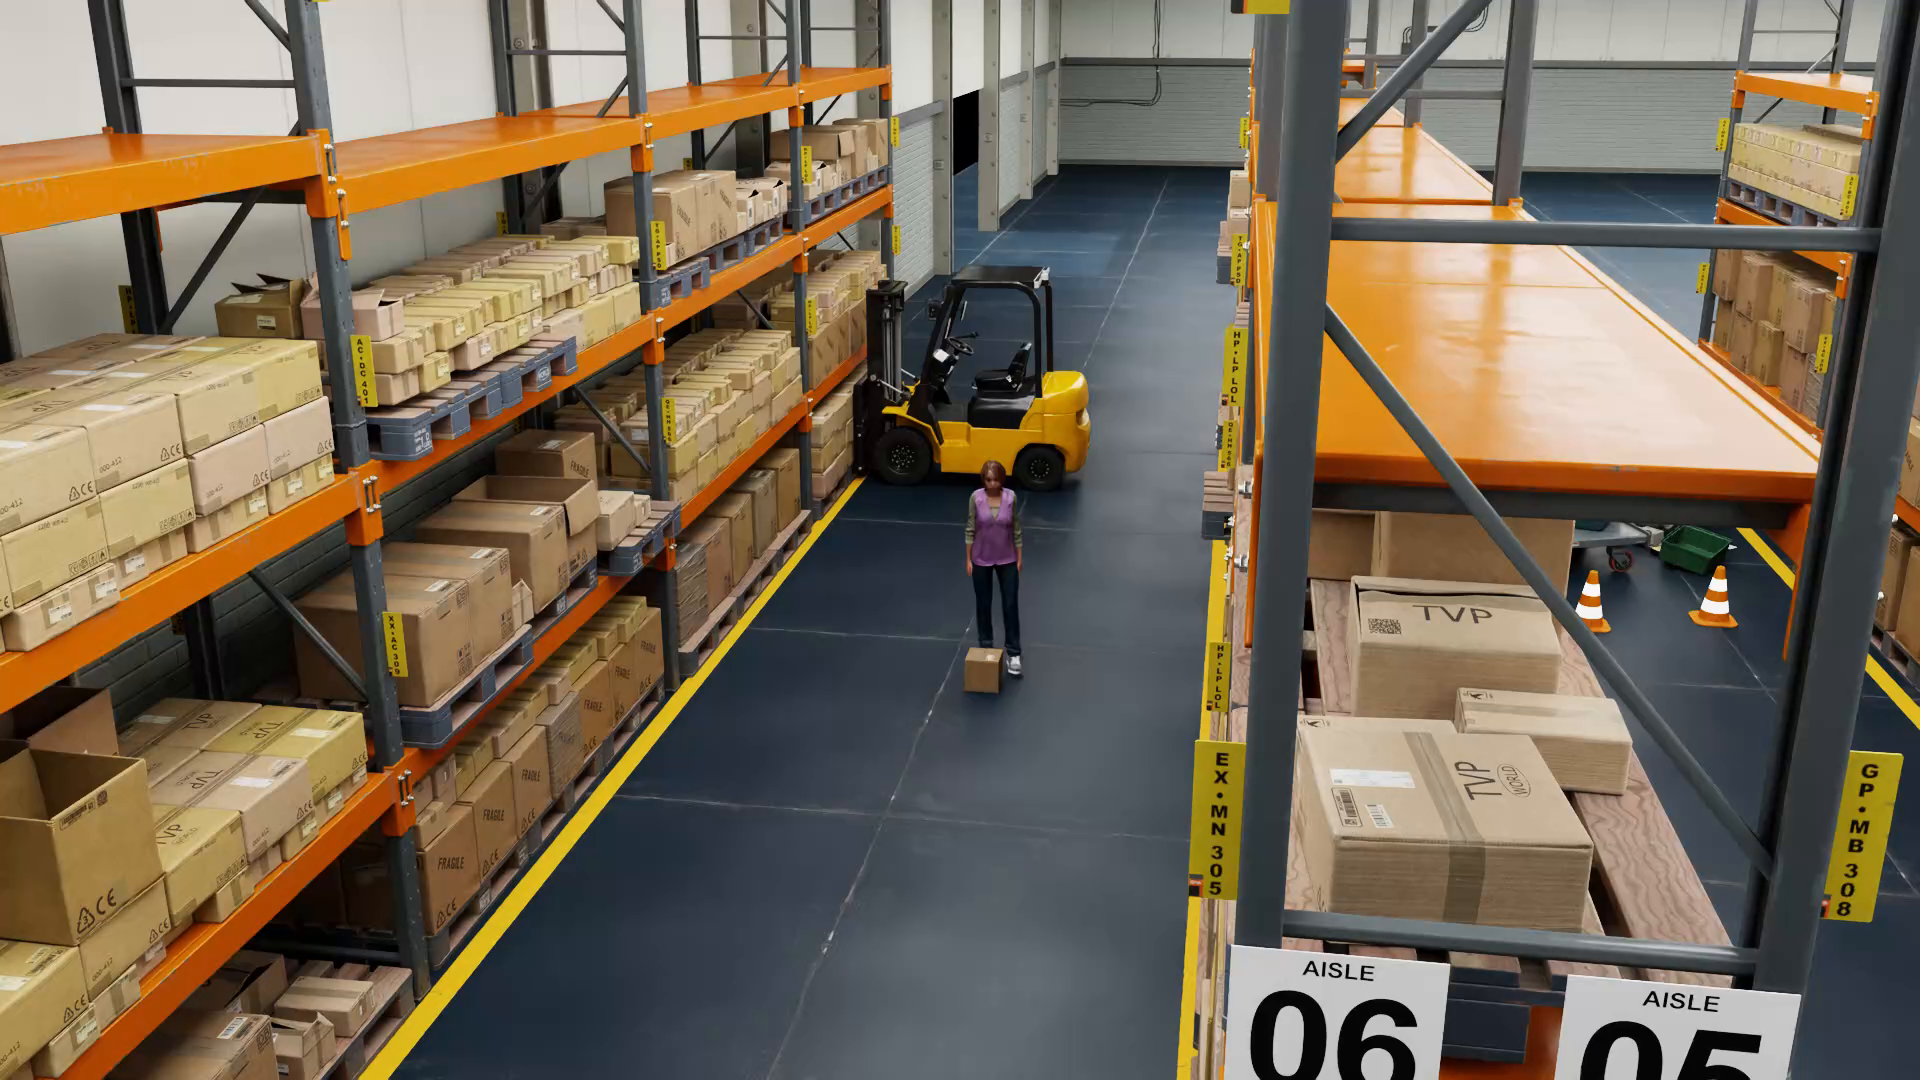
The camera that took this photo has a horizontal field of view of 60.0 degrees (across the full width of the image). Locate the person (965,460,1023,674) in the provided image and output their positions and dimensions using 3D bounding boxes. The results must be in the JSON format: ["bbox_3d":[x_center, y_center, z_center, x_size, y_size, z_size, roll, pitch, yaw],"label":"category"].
[{"bbox_3d":[0.258,0.194,12.446,0.433,1.594,0.517,0,18,-1],"label":"person"}]
